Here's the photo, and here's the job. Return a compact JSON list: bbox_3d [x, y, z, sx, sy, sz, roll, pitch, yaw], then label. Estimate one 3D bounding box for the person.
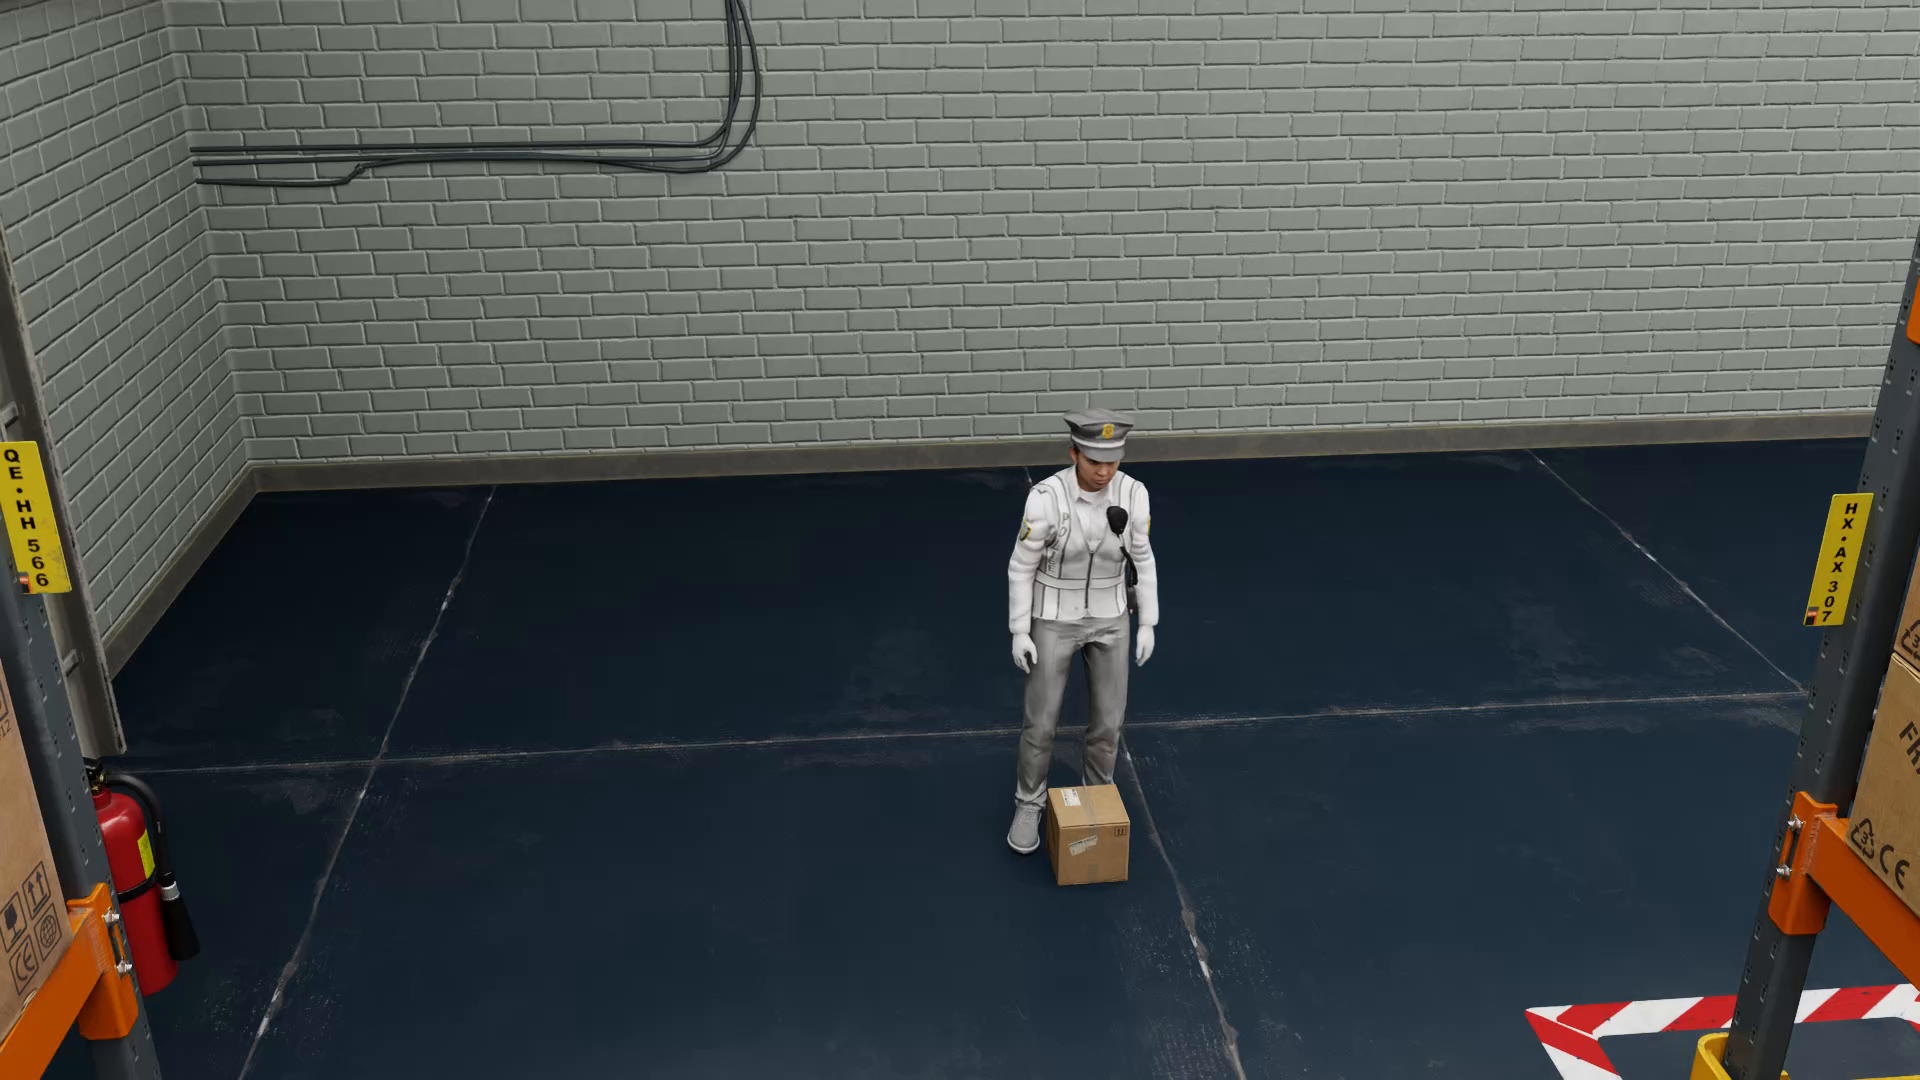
[{"bbox_3d":[0.433,0.312,5.889,0.545,1.666,0.370,-3,24,-7],"label":"person"}]
